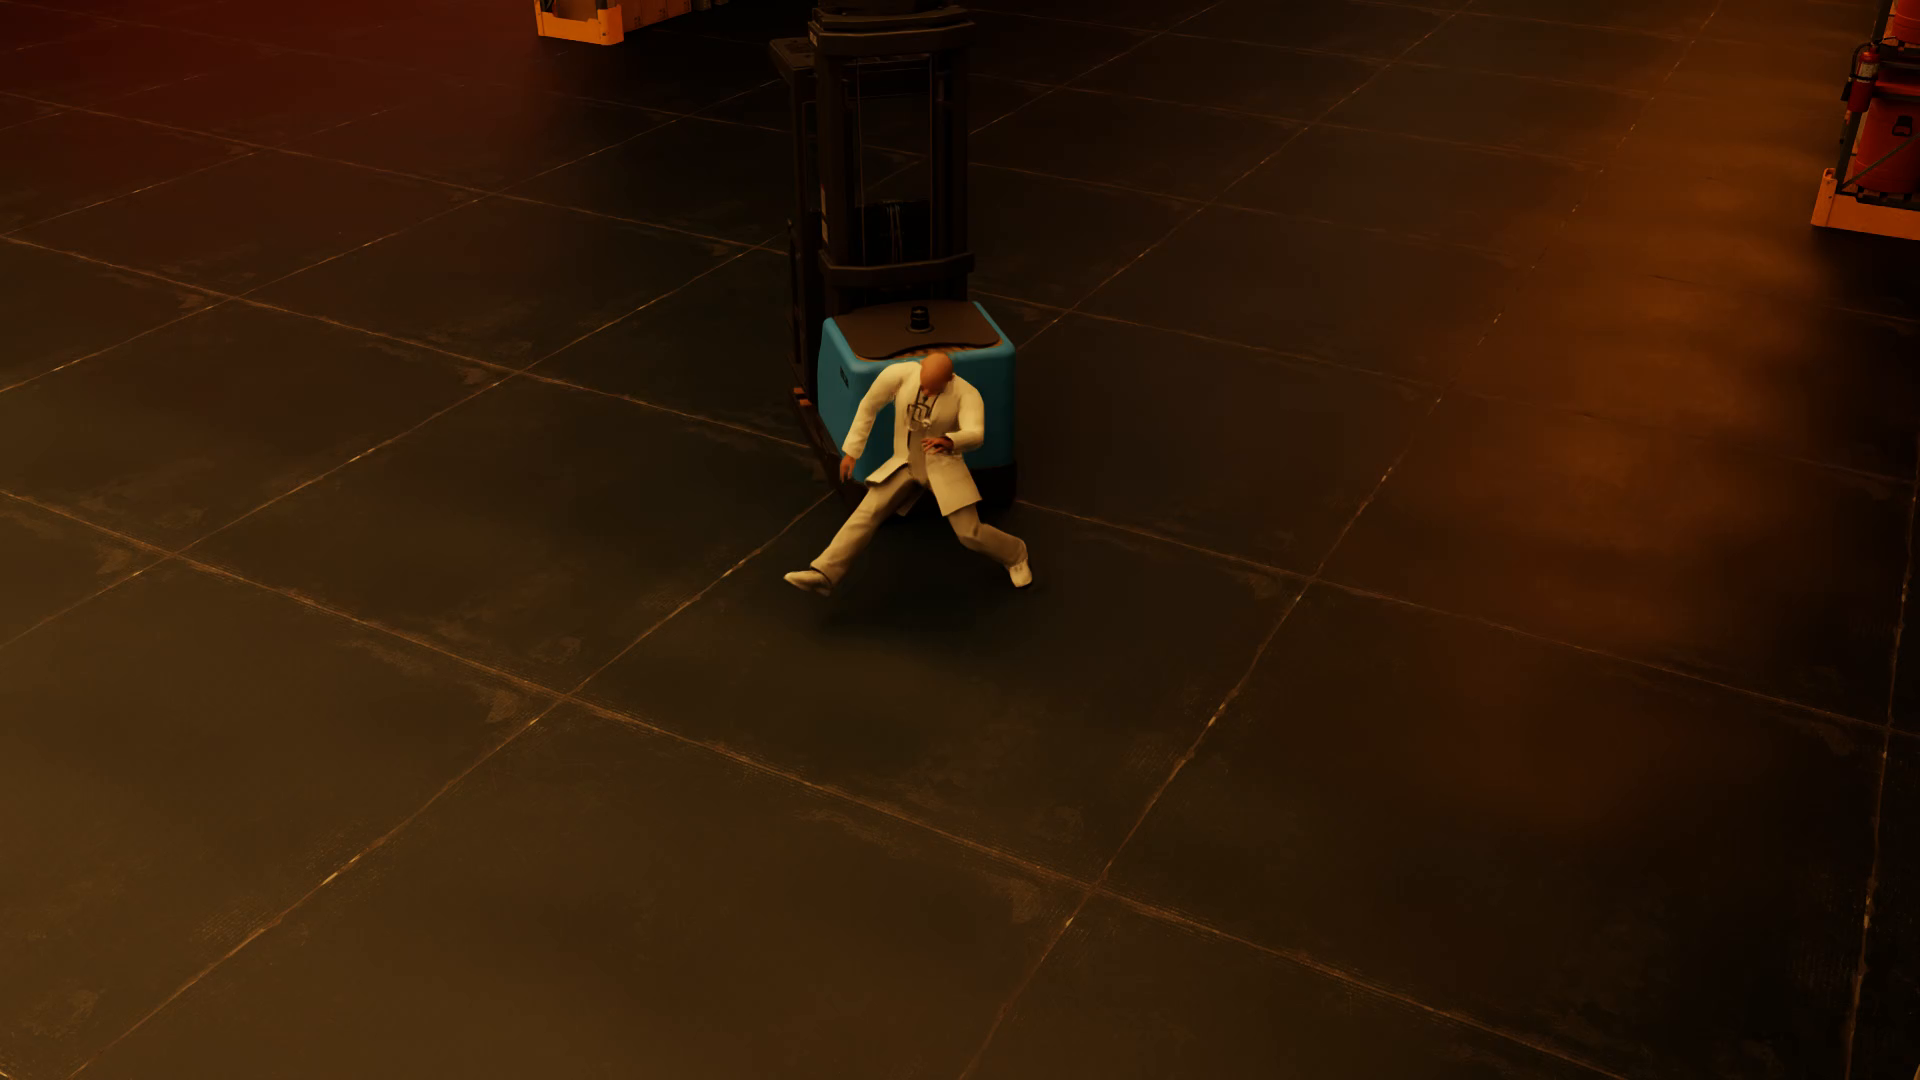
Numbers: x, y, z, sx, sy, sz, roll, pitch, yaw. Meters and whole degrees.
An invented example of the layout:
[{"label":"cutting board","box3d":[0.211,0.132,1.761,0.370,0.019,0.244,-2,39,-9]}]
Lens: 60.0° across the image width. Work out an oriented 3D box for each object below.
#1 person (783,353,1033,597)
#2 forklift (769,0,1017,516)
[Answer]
[{"label":"person","box3d":[-0.227,-0.287,9.111,1.079,1.444,1.267,12,32,20]},{"label":"forklift","box3d":[-0.561,-2.120,10.744,1.130,2.935,3.031,-9,31,-14]}]
